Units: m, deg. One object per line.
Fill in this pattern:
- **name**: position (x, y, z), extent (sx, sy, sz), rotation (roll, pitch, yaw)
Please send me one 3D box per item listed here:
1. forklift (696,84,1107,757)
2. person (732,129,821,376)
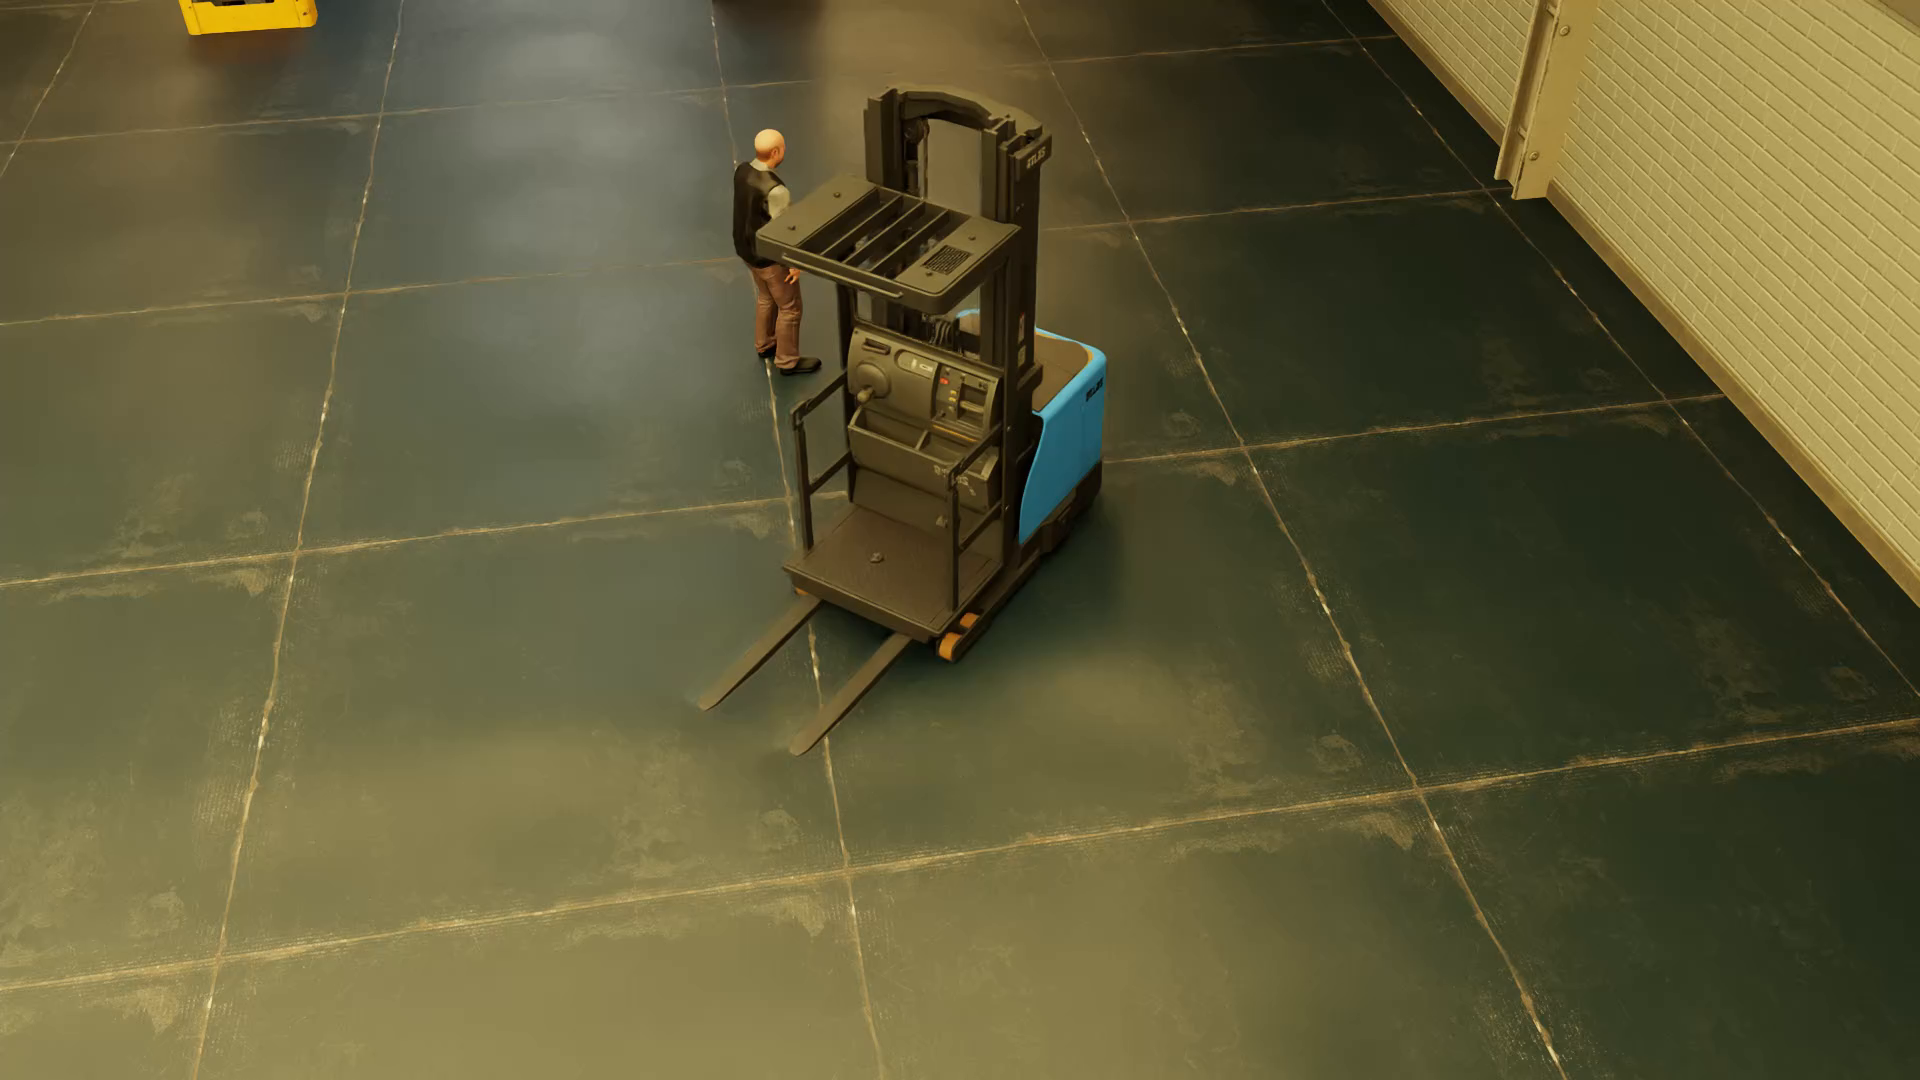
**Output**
- **forklift**: position (-0.318, -0.778, 8.873), extent (1.130, 2.935, 3.031), rotation (22, 45, 24)
- **person**: position (-1.285, -1.927, 11.161), extent (0.422, 1.719, 0.580), rotation (-25, 46, -26)
